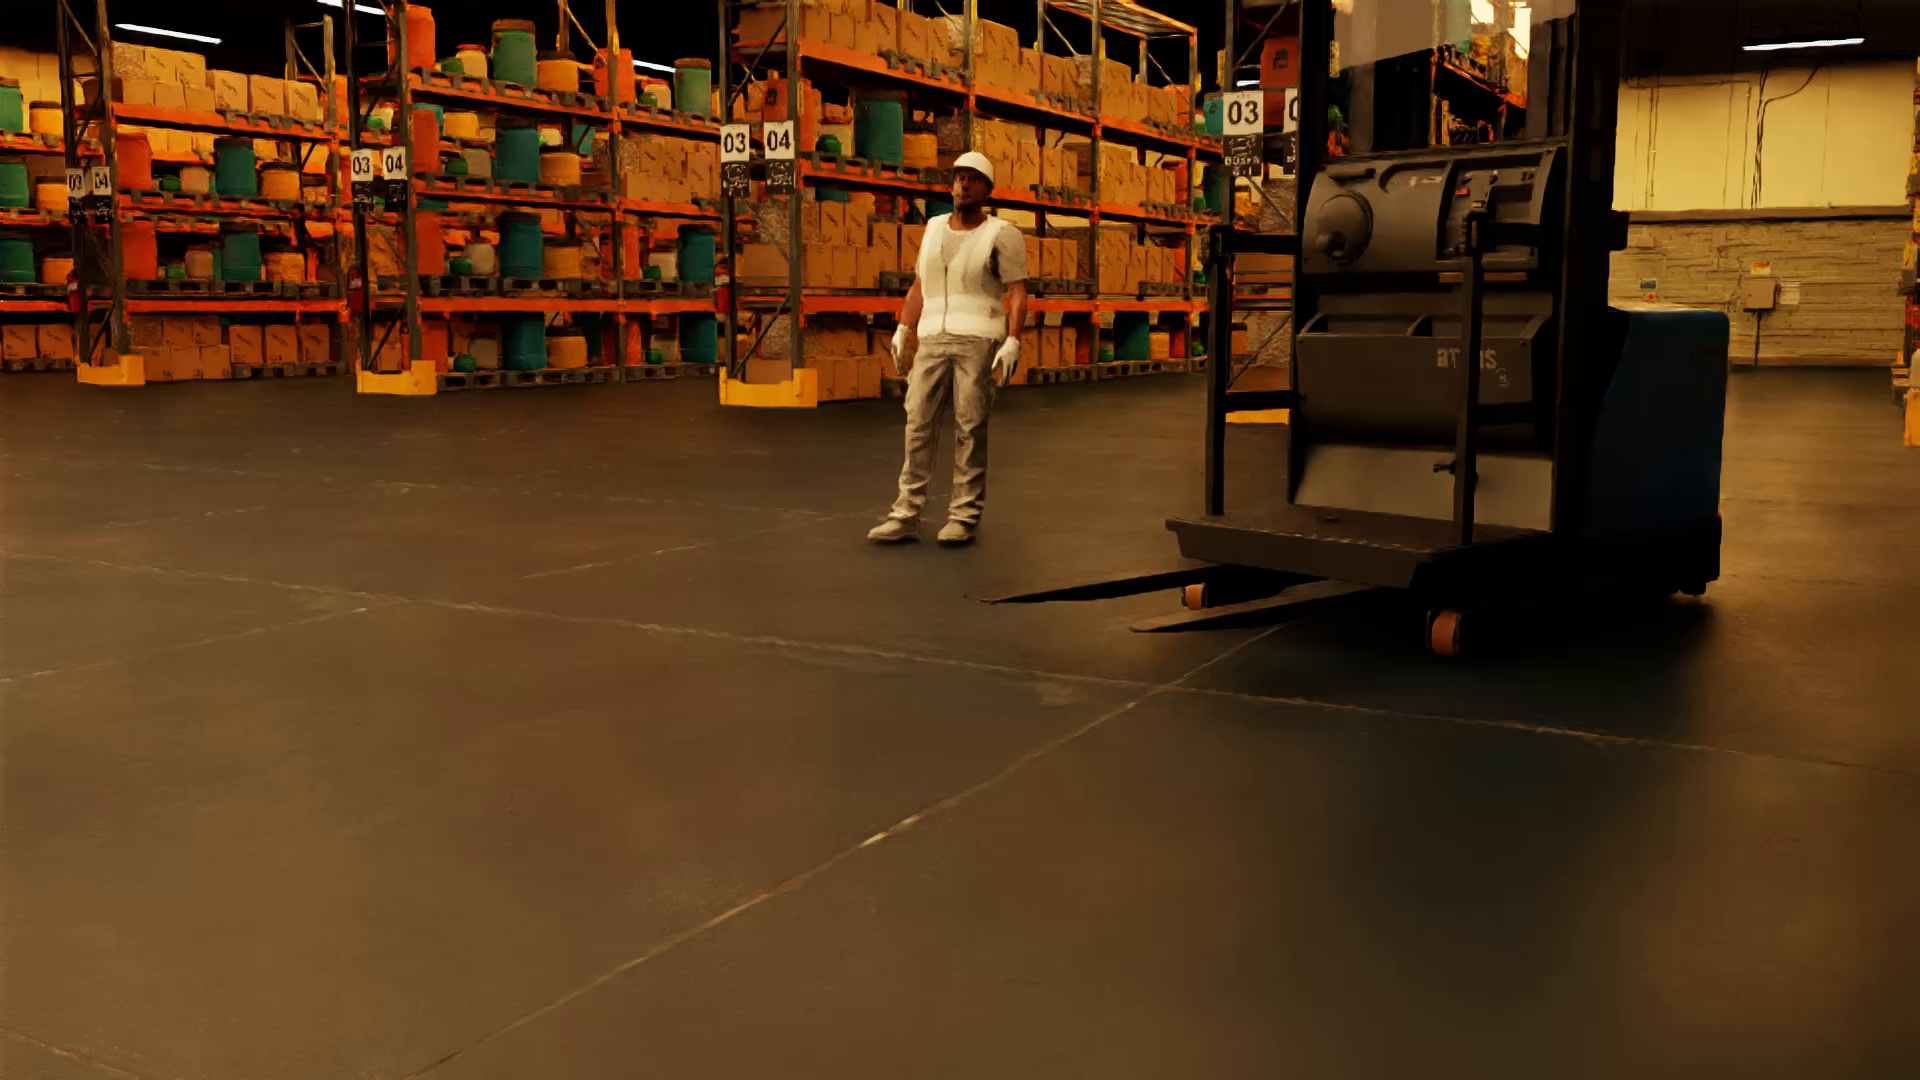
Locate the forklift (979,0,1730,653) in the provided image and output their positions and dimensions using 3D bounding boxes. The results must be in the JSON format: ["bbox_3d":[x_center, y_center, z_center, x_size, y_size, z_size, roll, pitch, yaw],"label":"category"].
[{"bbox_3d":[1.414,-1.159,5.492,3.031,2.935,1.130,-7,10,-41],"label":"forklift"}]

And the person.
[{"bbox_3d":[-0.042,-0.882,7.632,0.655,1.782,0.576,4,9,29],"label":"person"}]
